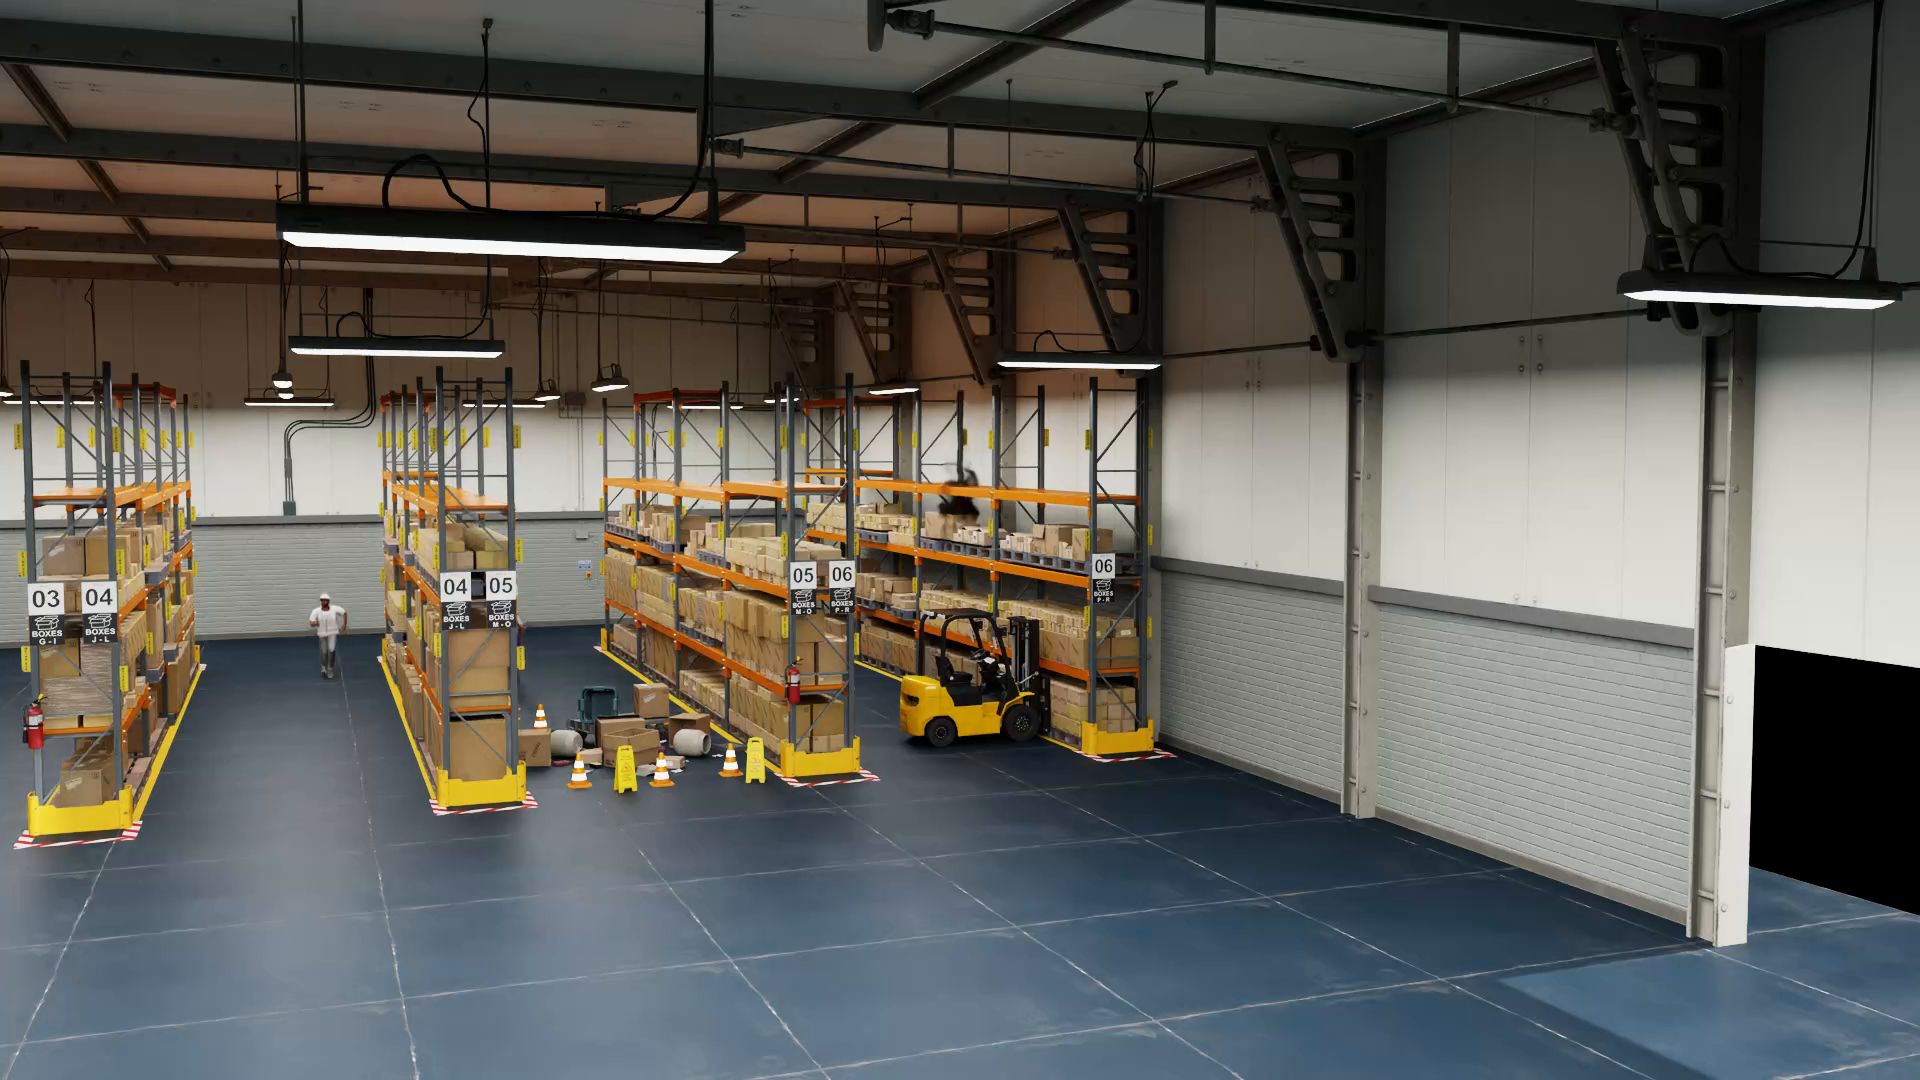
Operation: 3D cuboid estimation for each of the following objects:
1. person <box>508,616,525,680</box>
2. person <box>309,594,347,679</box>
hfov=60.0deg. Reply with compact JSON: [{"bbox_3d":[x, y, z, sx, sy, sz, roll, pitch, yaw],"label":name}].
[{"bbox_3d":[-9.274,2.152,34.200,0.577,1.651,1.071,-2,4,-24],"label":"person"},{"bbox_3d":[-13.298,2.019,35.003,0.714,1.796,0.883,-1,4,-13],"label":"person"}]
